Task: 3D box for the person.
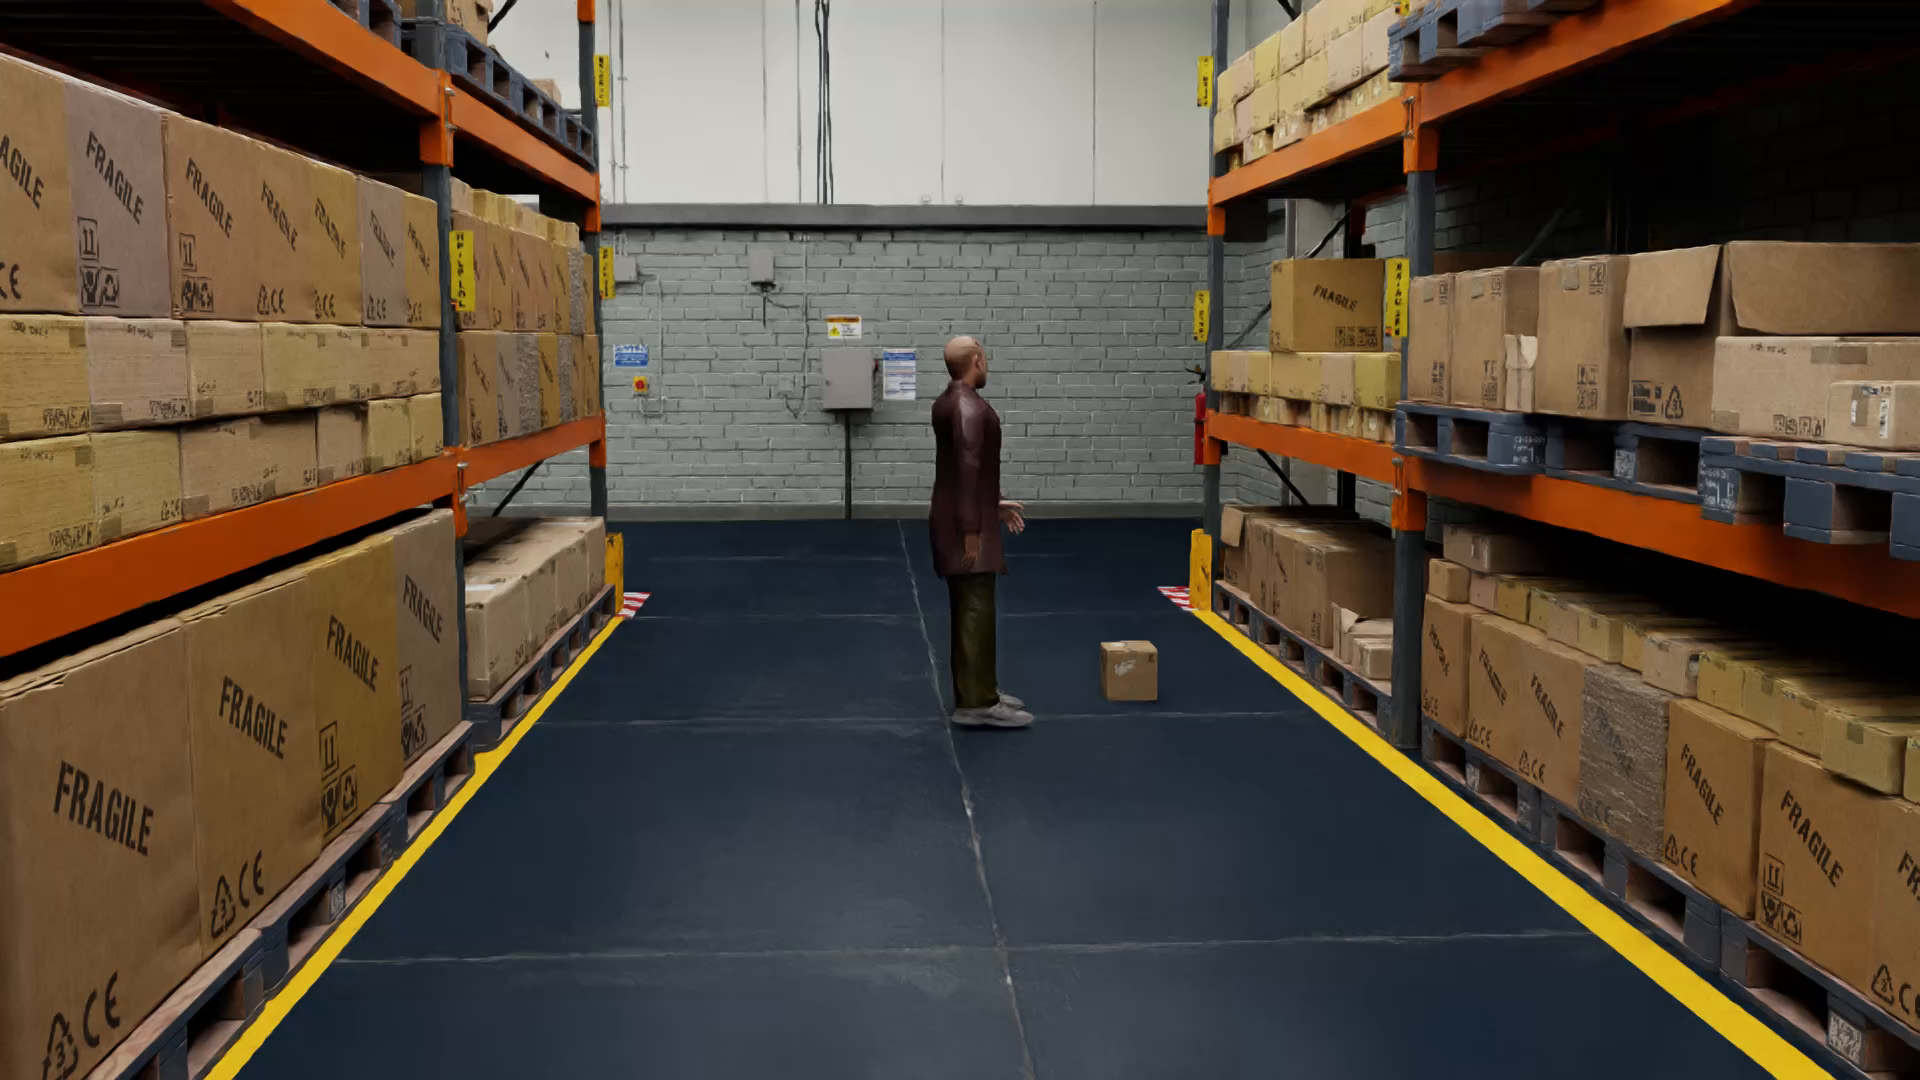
[{"bbox_3d":[0.104,0.037,7.759,0.466,1.591,0.650,-2,7,-13],"label":"person"}]
